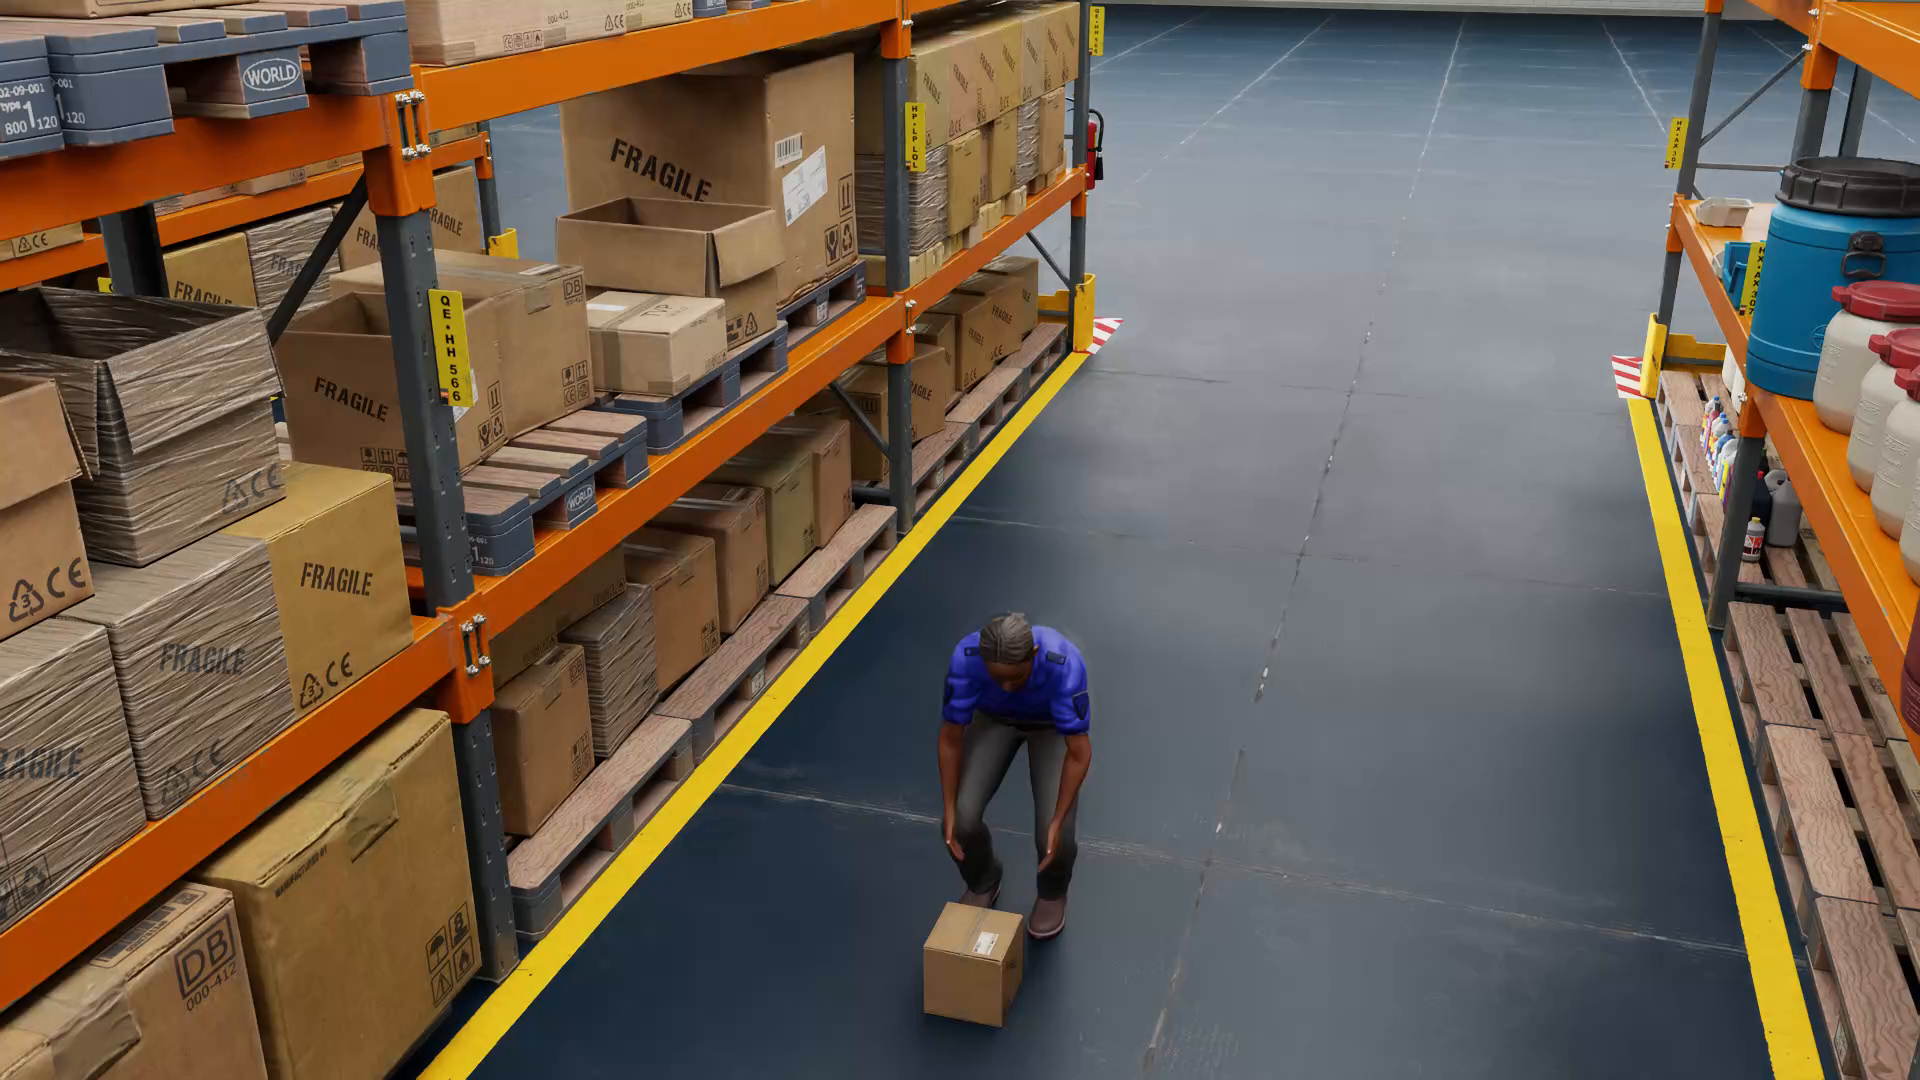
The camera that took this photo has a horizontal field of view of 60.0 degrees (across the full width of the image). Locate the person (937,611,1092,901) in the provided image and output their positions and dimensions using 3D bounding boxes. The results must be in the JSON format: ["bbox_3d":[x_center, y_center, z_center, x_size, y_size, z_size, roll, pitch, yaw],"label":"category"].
[{"bbox_3d":[0.205,0.689,5.374,0.495,1.188,0.697,7,23,16],"label":"person"}]
